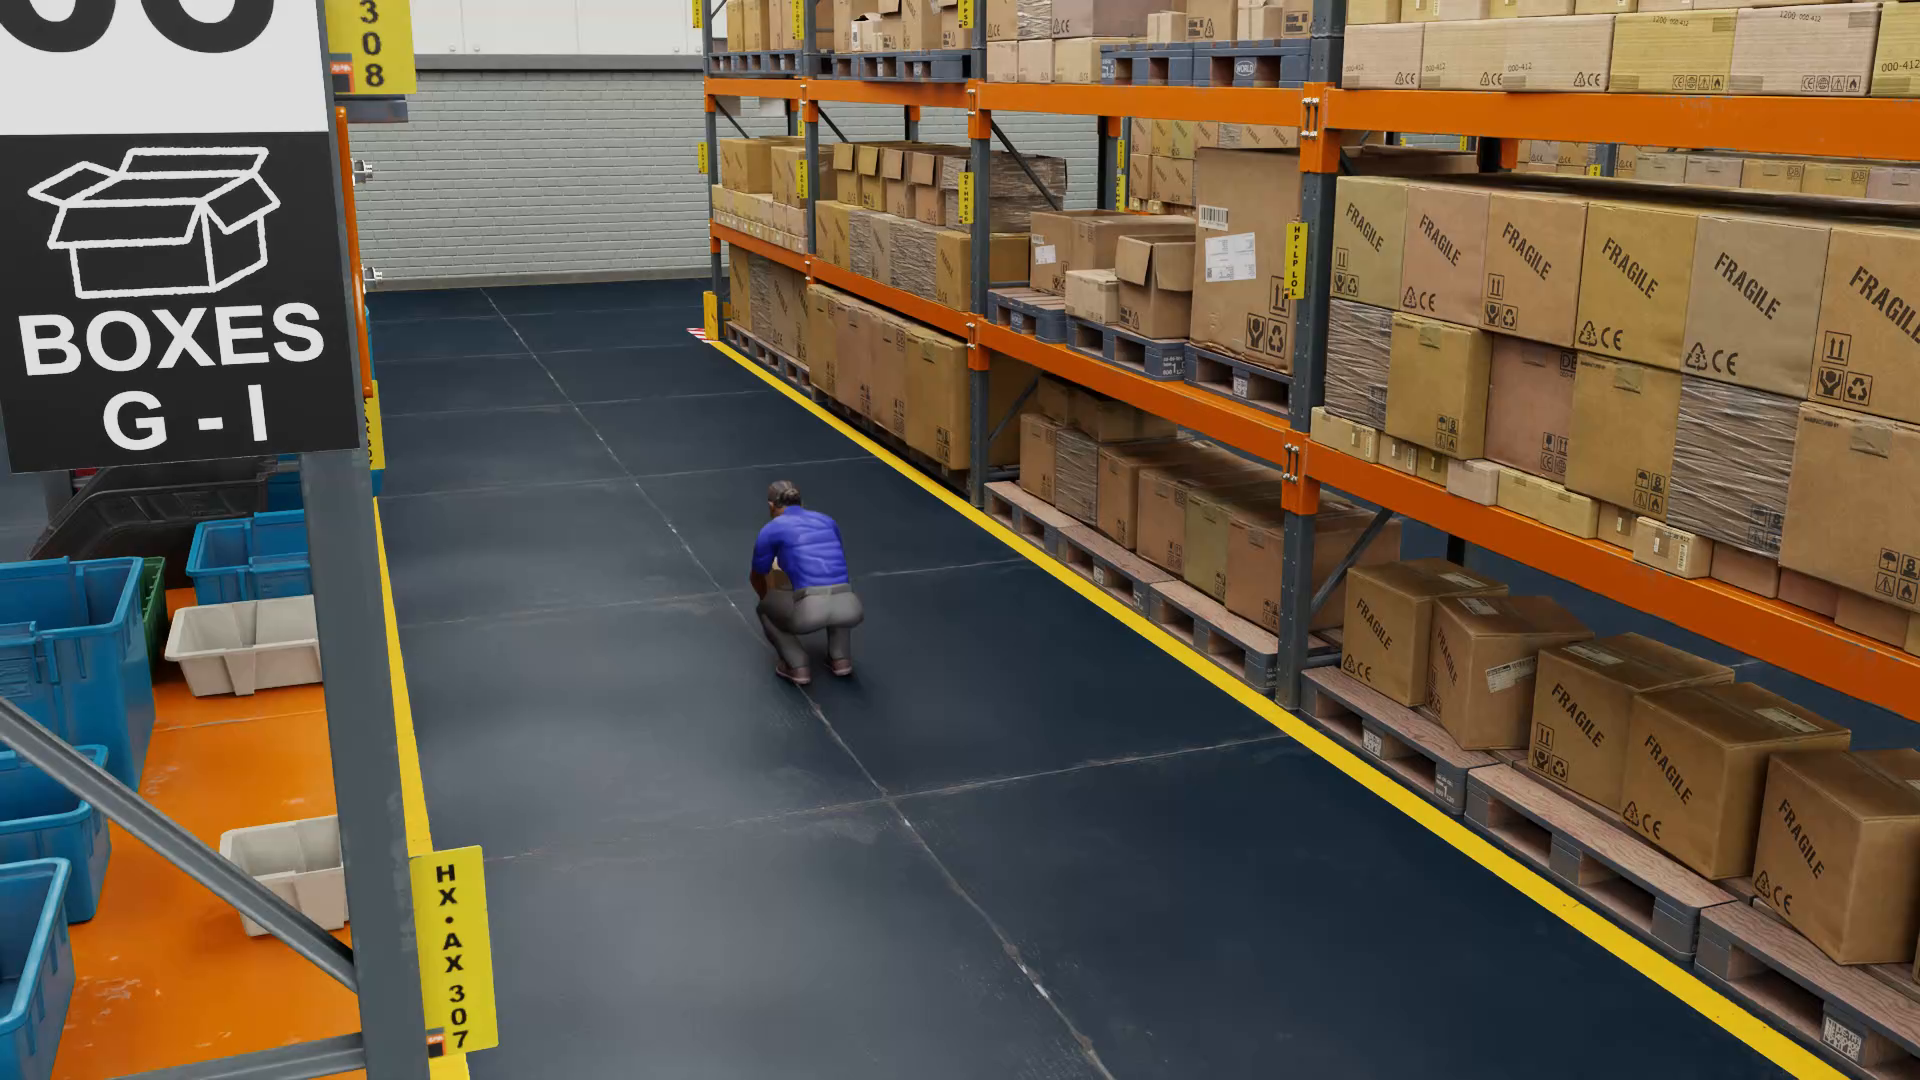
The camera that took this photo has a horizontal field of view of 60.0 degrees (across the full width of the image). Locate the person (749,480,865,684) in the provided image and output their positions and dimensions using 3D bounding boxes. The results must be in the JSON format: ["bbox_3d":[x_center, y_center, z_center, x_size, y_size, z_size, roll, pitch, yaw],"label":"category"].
[{"bbox_3d":[-0.758,0.191,8.244,0.507,0.921,0.818,-6,17,-20],"label":"person"}]
